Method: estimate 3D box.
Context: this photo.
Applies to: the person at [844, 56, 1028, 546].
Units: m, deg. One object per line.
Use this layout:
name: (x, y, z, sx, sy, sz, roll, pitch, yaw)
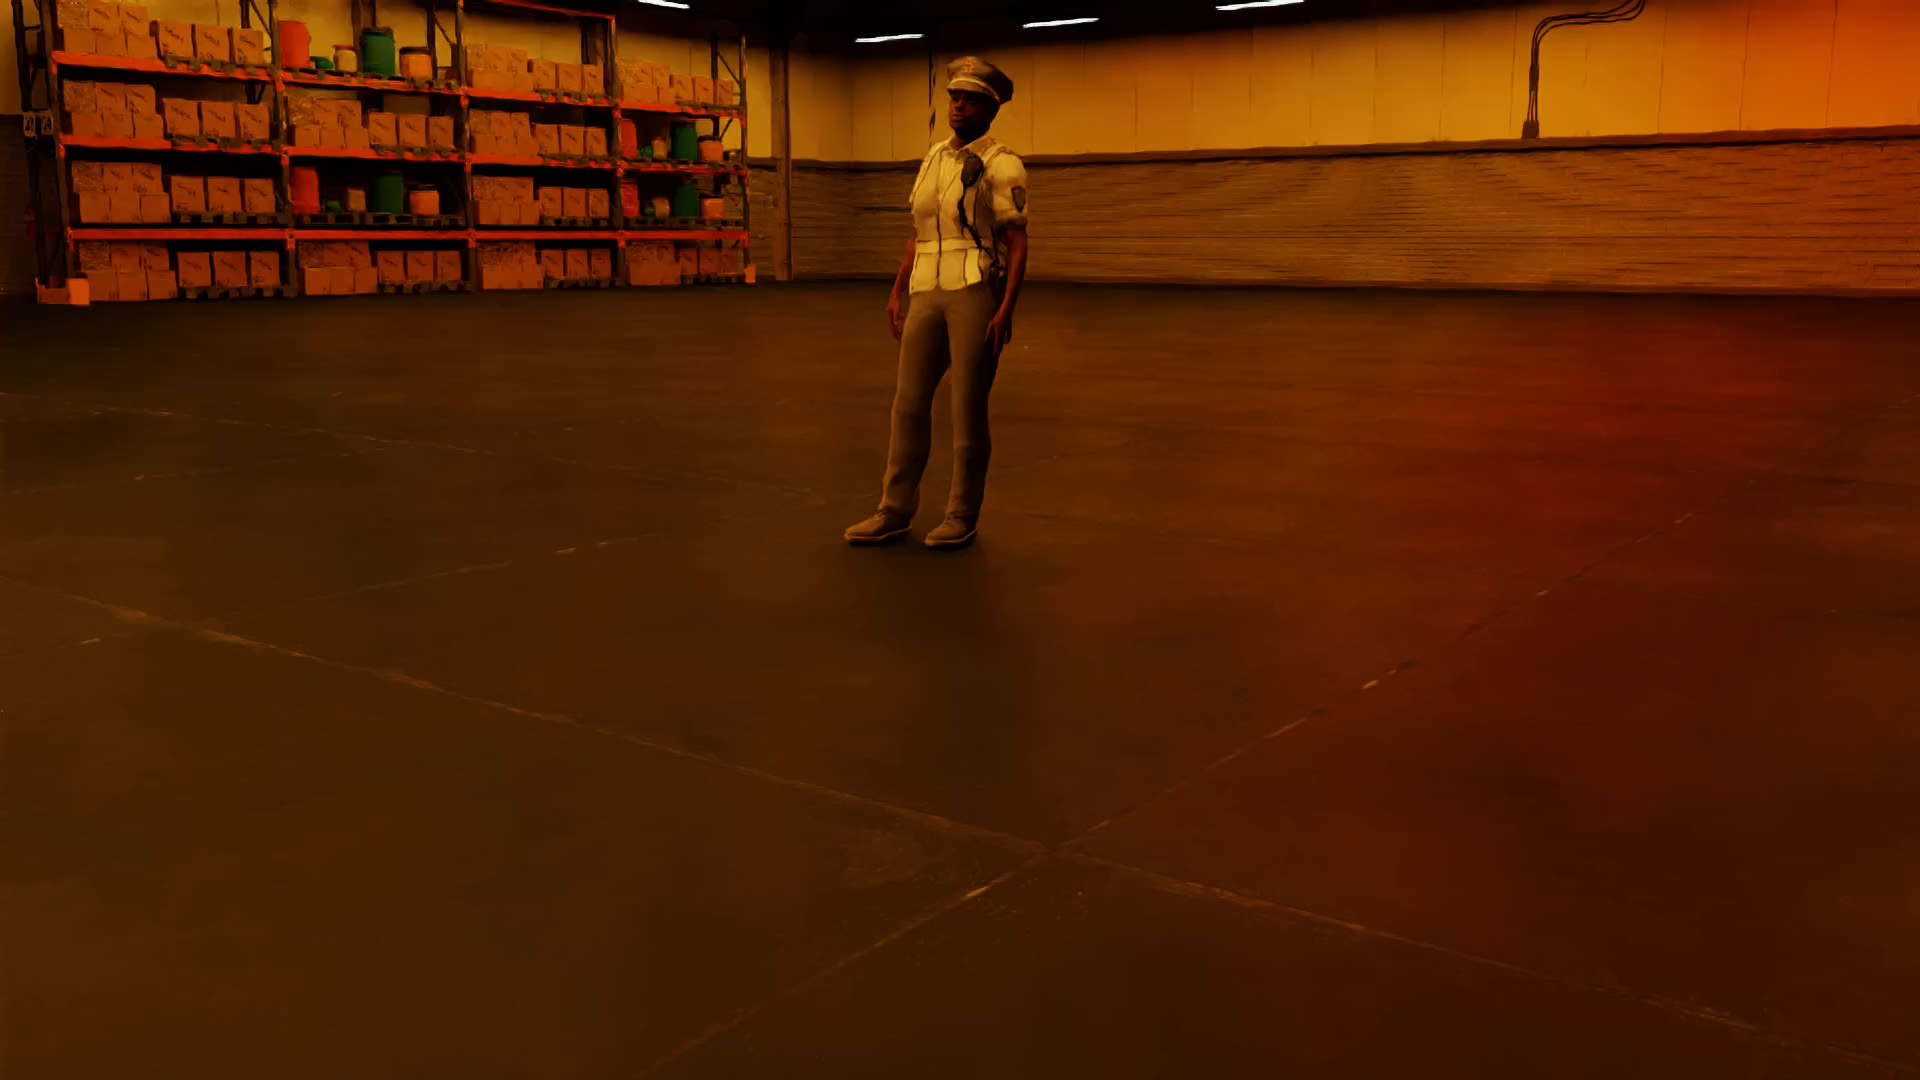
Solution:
person: (-0.060, -0.833, 5.878, 0.570, 1.695, 0.529, 8, 13, 36)
